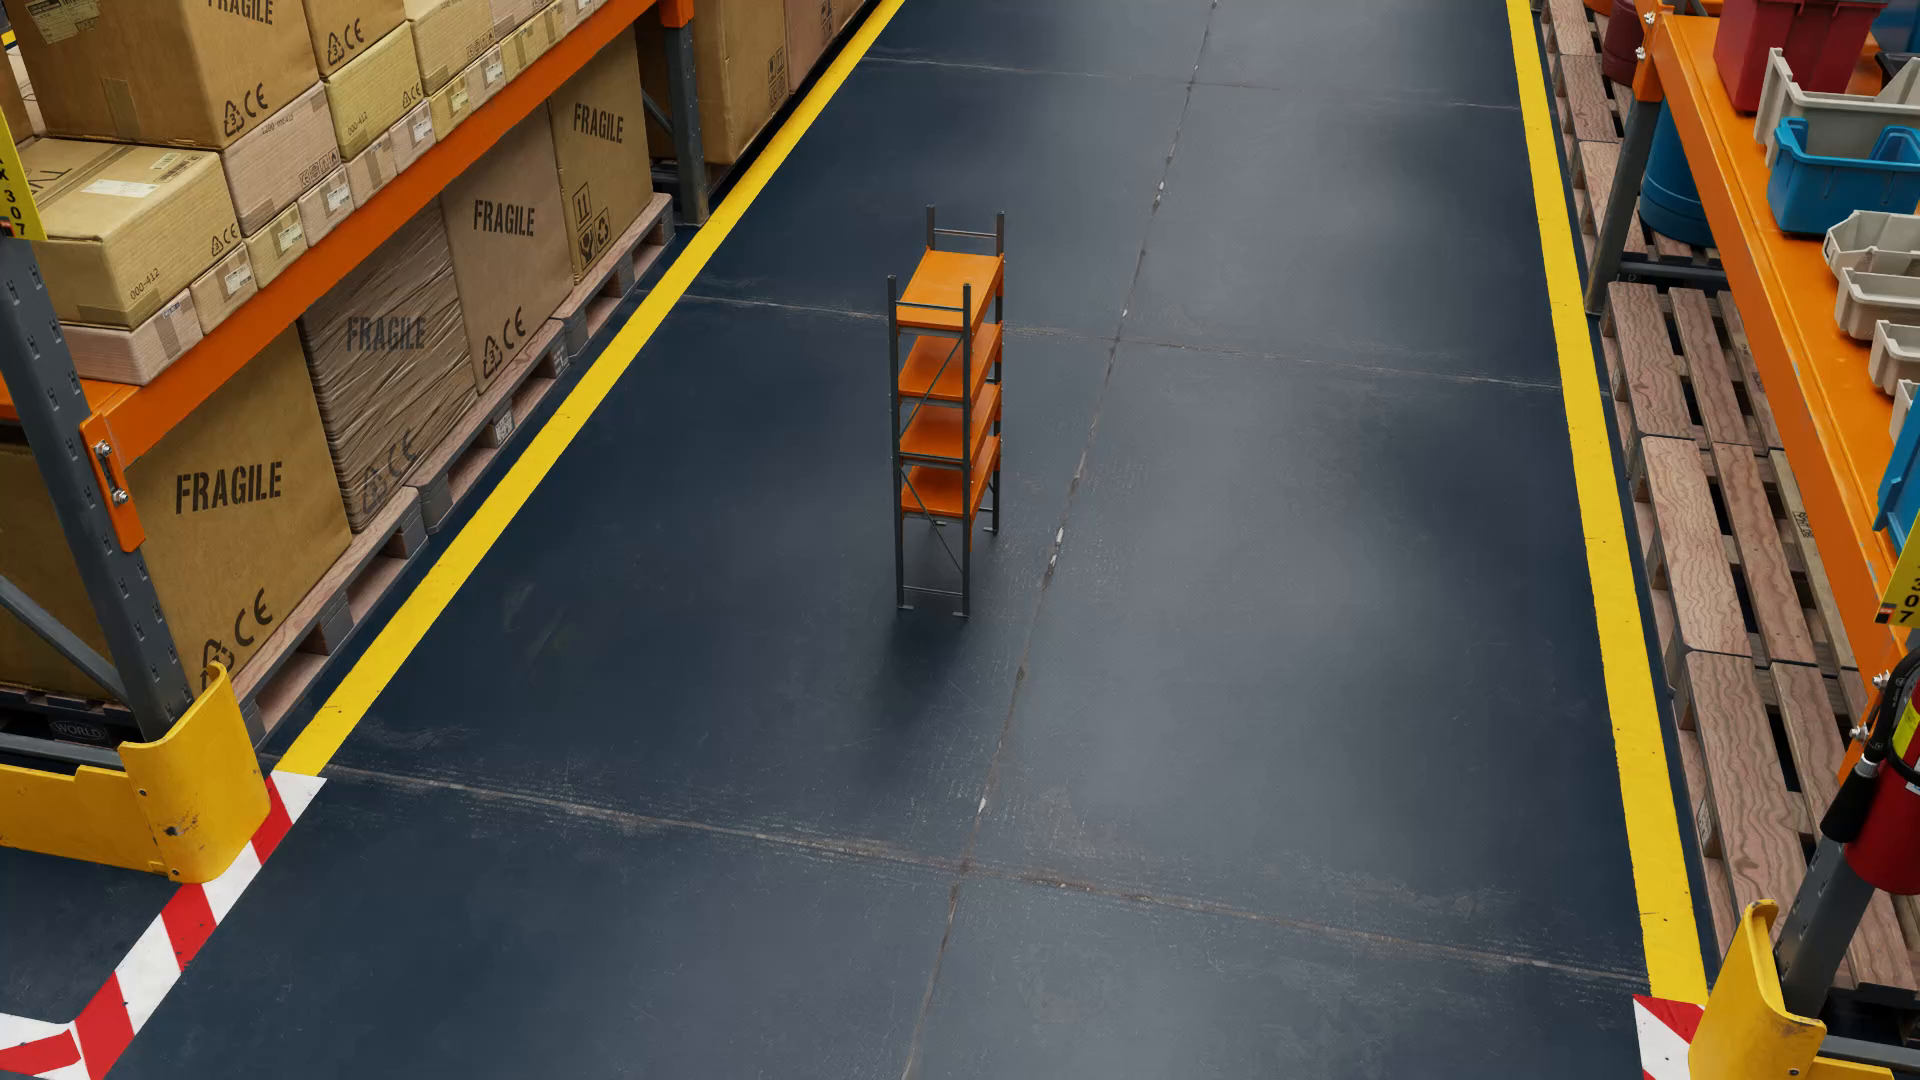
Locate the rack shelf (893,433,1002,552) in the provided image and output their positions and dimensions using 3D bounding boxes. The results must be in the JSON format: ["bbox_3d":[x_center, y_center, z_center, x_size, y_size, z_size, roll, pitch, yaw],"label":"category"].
[{"bbox_3d":[-0.035,-0.176,5.423,0.258,0.148,0.480,7,37,10],"label":"rack shelf"}]

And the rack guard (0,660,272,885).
[{"bbox_3d":[-2.541,0.560,4.552,1.175,0.500,0.348,7,37,10],"label":"rack guard"}]

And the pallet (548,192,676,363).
[{"bbox_3d":[-1.920,-1.204,7.232,1.003,0.211,1.213,7,37,10],"label":"pallet"}]

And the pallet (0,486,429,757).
[{"bbox_3d":[-2.441,0.195,5.302,1.003,0.211,1.213,7,37,10],"label":"pallet"}]

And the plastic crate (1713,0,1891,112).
[{"bbox_3d":[2.722,-1.708,5.445,0.402,0.464,0.583,7,37,10],"label":"plastic crate"}]

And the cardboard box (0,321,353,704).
[{"bbox_3d":[-2.477,-0.153,4.858,0.875,0.875,0.875,7,37,10],"label":"cardboard box"}]

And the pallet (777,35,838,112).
[{"bbox_3d":[-1.332,-2.784,9.411,1.003,0.211,1.213,7,37,10],"label":"pallet"}]

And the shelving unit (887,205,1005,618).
[{"bbox_3d":[-0.035,-0.391,5.267,0.258,1.200,0.503,7,37,10],"label":"shelving unit"}]

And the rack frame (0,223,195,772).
[{"bbox_3d":[-2.536,-0.466,3.837,1.000,3.000,0.127,7,37,10],"label":"rack frame"}]

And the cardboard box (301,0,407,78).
[{"bbox_3d":[-1.958,-1.655,4.713,0.500,0.500,0.500,6,36,9],"label":"cardboard box"}]

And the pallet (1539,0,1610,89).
[{"bbox_3d":[3.884,-2.846,9.496,1.003,0.211,1.213,7,37,10],"label":"pallet"}]

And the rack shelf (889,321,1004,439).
[{"bbox_3d":[-0.035,-0.518,5.175,0.258,0.148,0.480,7,37,10],"label":"rack shelf"}]

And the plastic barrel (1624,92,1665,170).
[{"bbox_3d":[3.441,-2.175,7.625,0.600,0.901,0.708,7,37,10],"label":"plastic barrel"}]

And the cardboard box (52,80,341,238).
[{"bbox_3d":[-2.065,-1.066,4.539,0.500,0.250,0.500,7,37,9],"label":"cardboard box"}]

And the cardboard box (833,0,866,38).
[{"bbox_3d":[-1.193,-3.459,9.420,1.225,0.875,0.875,7,37,10],"label":"cardboard box"}]

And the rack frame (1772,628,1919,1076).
[{"bbox_3d":[2.303,0.155,2.981,1.000,3.000,0.127,7,37,10],"label":"rack frame"}]

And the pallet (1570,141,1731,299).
[{"bbox_3d":[3.363,-1.447,7.566,1.003,0.211,1.213,7,37,10],"label":"pallet"}]

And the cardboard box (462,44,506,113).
[{"bbox_3d":[-1.756,-1.559,5.559,0.380,0.149,0.250,8,37,11],"label":"cardboard box"}]

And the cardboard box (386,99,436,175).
[{"bbox_3d":[-1.865,-1.264,5.152,0.380,0.149,0.250,7,37,9],"label":"cardboard box"}]

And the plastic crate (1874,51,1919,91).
[{"bbox_3d":[3.181,-1.376,5.276,0.437,0.125,0.590,7,37,10],"label":"plastic crate"}]

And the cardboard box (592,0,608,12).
[{"bbox_3d":[-1.536,-2.147,6.370,0.380,0.149,0.250,7,36,9],"label":"cardboard box"}]

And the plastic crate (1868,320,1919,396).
[{"bbox_3d":[2.376,-0.417,3.944,0.396,0.136,0.243,7,37,10],"label":"plastic crate"}]

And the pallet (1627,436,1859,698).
[{"bbox_3d":[2.780,0.118,5.407,1.003,0.211,1.213,7,37,10],"label":"pallet"}]

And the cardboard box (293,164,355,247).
[{"bbox_3d":[-1.975,-0.970,4.747,0.380,0.149,0.250,7,36,9],"label":"cardboard box"}]

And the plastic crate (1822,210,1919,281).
[{"bbox_3d":[2.457,-0.752,4.405,0.298,0.136,0.250,7,37,10],"label":"plastic crate"}]

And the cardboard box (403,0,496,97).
[{"bbox_3d":[-1.848,-1.654,5.350,0.500,0.250,0.500,7,36,9],"label":"cardboard box"}]

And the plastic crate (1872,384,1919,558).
[{"bbox_3d":[2.192,-0.099,3.250,0.616,0.435,0.499,7,37,10],"label":"plastic crate"}]

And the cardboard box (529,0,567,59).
[{"bbox_3d":[-1.646,-1.852,5.963,0.380,0.149,0.250,8,37,11],"label":"cardboard box"}]

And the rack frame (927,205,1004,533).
[{"bbox_3d":[0.017,-0.531,5.460,0.240,1.200,0.015,7,37,10],"label":"rack frame"}]

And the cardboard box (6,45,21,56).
[{"bbox_3d":[-2.474,-1.420,5.027,0.500,0.250,0.500,6,36,8],"label":"cardboard box"}]

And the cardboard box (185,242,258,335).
[{"bbox_3d":[-2.084,-0.674,4.338,0.380,0.149,0.250,7,36,9],"label":"cardboard box"}]

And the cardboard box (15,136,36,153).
[{"bbox_3d":[-2.691,-0.837,4.223,0.500,0.250,0.500,7,36,9],"label":"cardboard box"}]

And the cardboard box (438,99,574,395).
[{"bbox_3d":[-2.093,-1.185,6.281,0.875,0.875,0.875,7,37,10],"label":"cardboard box"}]

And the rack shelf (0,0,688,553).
[{"bbox_3d":[-2.108,-1.322,5.630,1.077,0.370,4.000,7,37,10],"label":"rack shelf"}]

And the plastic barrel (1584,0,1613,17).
[{"bbox_3d":[3.924,-3.441,9.432,0.600,0.830,0.708,7,37,10],"label":"plastic barrel"}]

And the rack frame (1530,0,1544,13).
[{"bbox_3d":[4.012,-4.432,9.309,1.000,3.000,0.127,7,37,10],"label":"rack frame"}]

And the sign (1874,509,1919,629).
[{"bbox_3d":[1.762,0.029,3.015,0.100,0.325,0.005,7,37,10],"label":"sign"}]

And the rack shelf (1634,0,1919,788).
[{"bbox_3d":[2.730,-0.701,4.774,1.077,0.370,4.000,7,37,10],"label":"rack shelf"}]

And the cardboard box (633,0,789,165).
[{"bbox_3d":[-1.564,-2.439,8.011,1.225,0.875,0.875,7,37,10],"label":"cardboard box"}]
